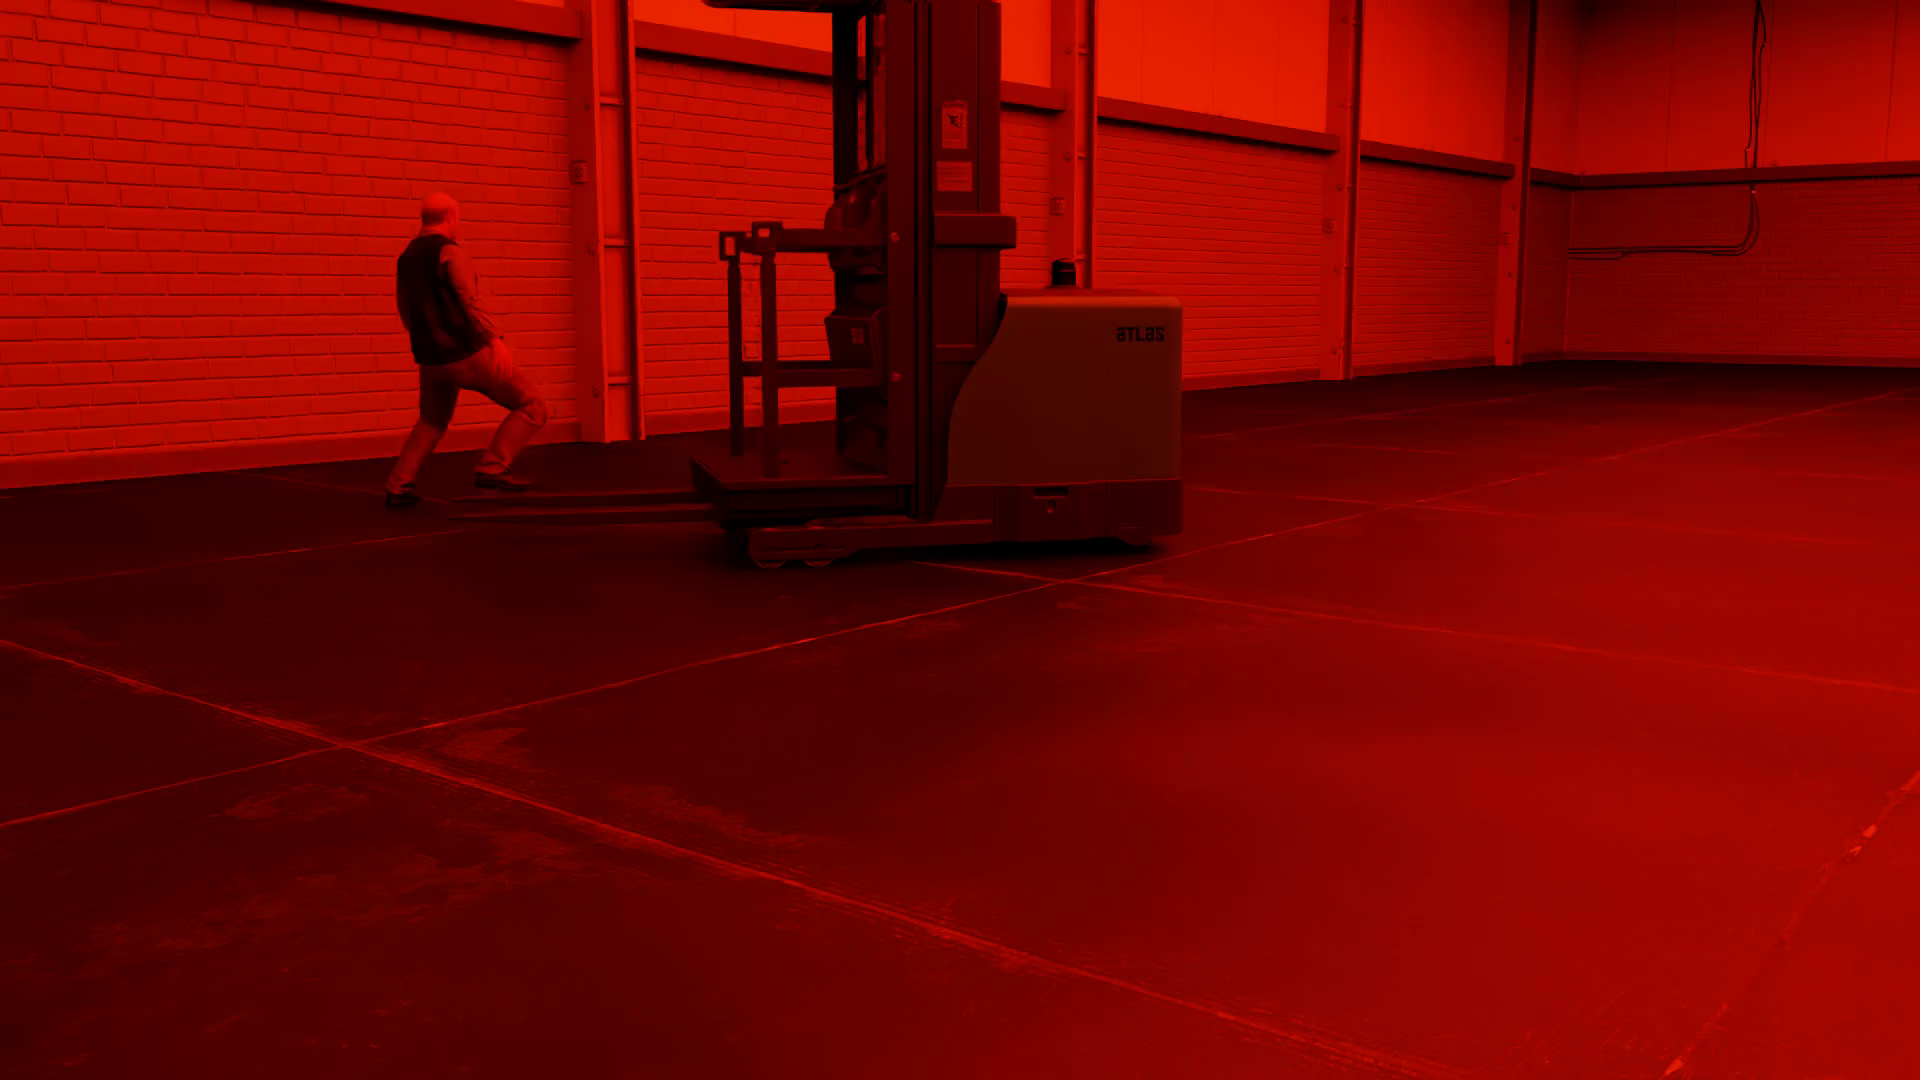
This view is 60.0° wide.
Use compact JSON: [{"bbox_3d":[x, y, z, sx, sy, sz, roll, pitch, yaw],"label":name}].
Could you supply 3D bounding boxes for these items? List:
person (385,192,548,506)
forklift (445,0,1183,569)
[{"bbox_3d":[-2.590,-0.968,8.559,0.925,1.608,0.633,7,11,41],"label":"person"},{"bbox_3d":[-0.623,-1.419,6.977,3.031,2.935,1.130,-2,9,-15],"label":"forklift"}]
